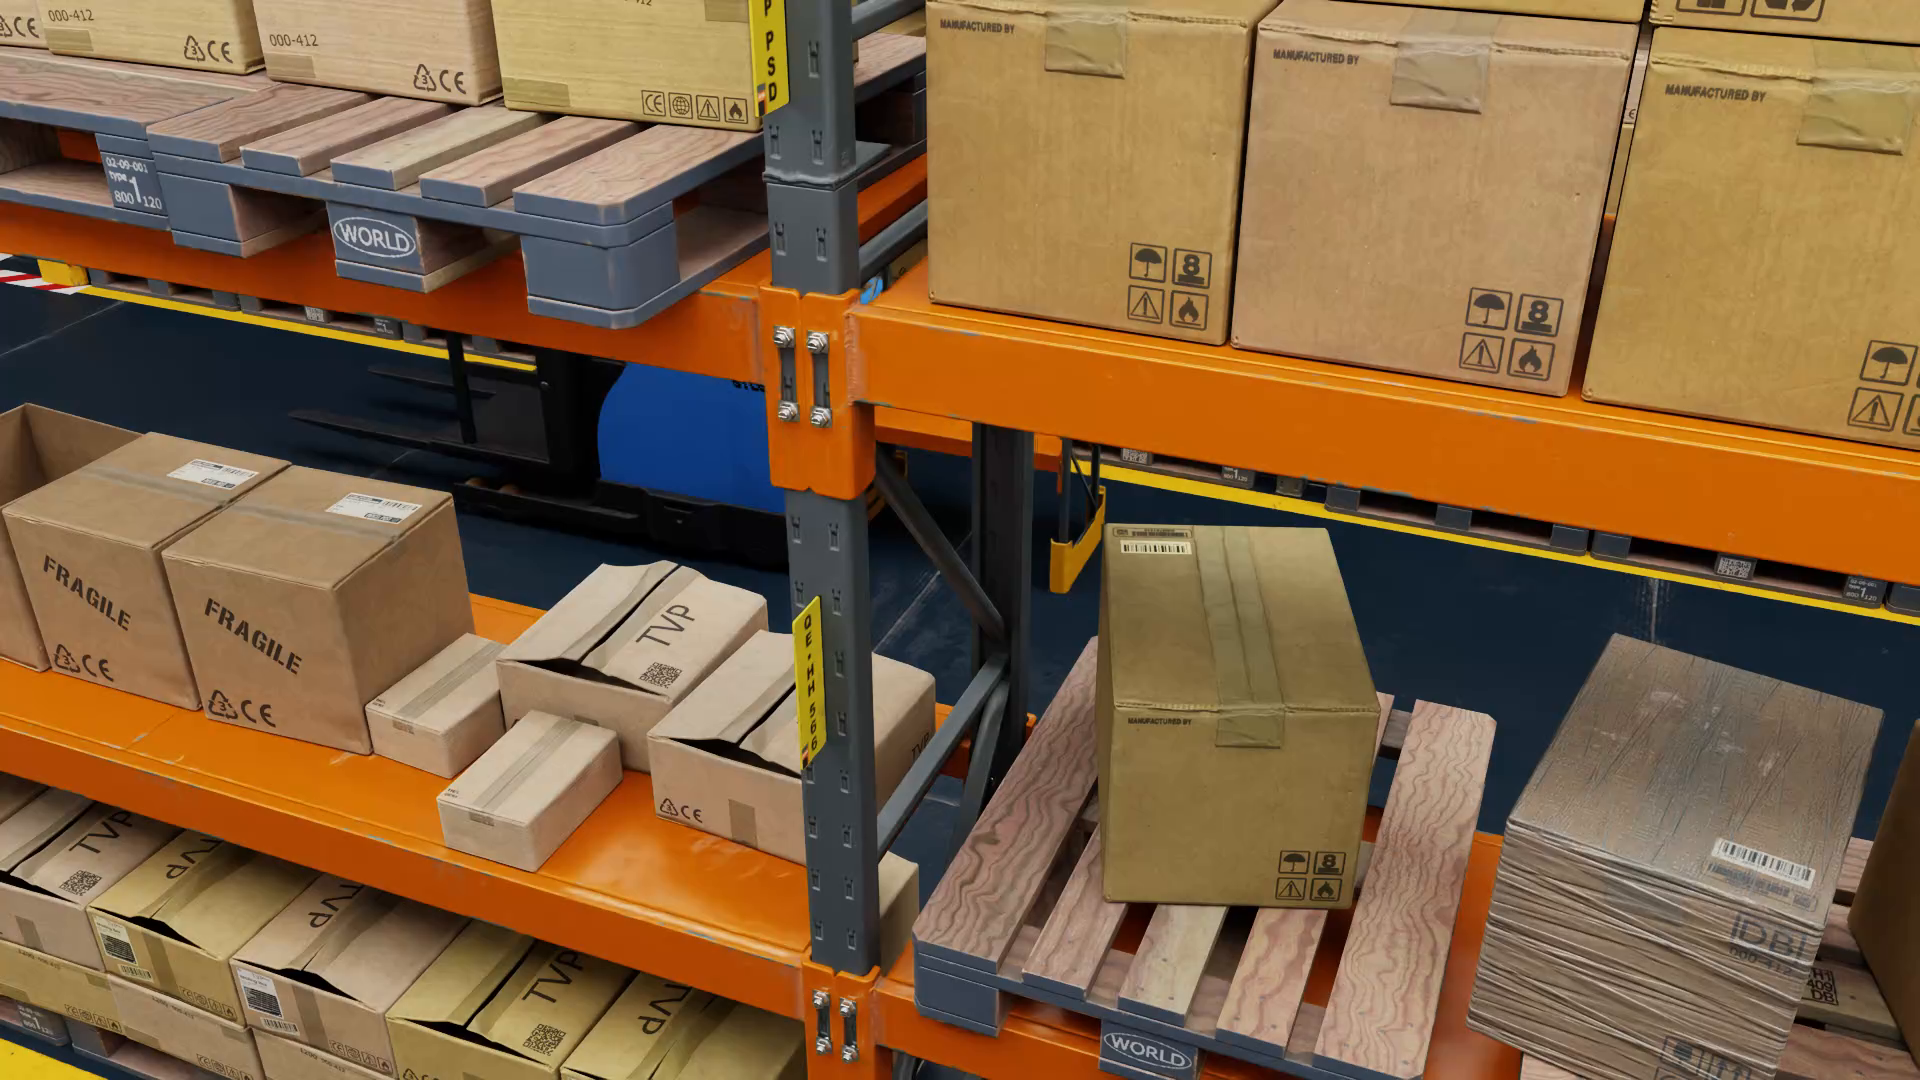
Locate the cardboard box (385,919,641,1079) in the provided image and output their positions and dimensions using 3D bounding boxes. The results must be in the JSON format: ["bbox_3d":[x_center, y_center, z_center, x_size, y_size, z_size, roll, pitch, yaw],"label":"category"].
[{"bbox_3d":[-1.132,1.208,4.362,0.500,0.311,0.500,11,31,18],"label":"cardboard box"}]

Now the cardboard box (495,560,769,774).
[{"bbox_3d":[-0.826,0.301,4.260,0.500,0.311,0.500,11,31,19],"label":"cardboard box"}]

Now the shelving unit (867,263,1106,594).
[{"bbox_3d":[0.070,-0.641,7.361,1.083,1.500,0.587,11,31,18],"label":"shelving unit"}]

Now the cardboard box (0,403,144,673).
[{"bbox_3d":[-2.583,-0.021,4.637,0.500,0.500,0.500,14,32,23],"label":"cardboard box"}]

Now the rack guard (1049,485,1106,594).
[{"bbox_3d":[0.534,-0.008,7.511,0.087,0.250,0.587,11,31,18],"label":"rack guard"}]

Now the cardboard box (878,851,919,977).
[{"bbox_3d":[-0.445,1.055,4.633,0.500,0.311,0.500,12,32,21],"label":"cardboard box"}]

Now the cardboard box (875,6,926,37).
[{"bbox_3d":[-0.321,-2.395,8.390,0.500,0.500,0.700,16,33,26],"label":"cardboard box"}]

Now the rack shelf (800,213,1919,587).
[{"bbox_3d":[1.783,-0.107,2.573,4.000,0.370,1.077,11,31,19],"label":"rack shelf"}]

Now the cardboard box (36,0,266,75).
[{"bbox_3d":[-1.530,-1.166,3.441,0.500,0.250,0.500,11,31,18],"label":"cardboard box"}]

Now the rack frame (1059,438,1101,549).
[{"bbox_3d":[0.535,-0.552,7.203,0.032,1.500,0.500,11,31,18],"label":"rack frame"}]

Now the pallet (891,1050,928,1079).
[{"bbox_3d":[-0.818,1.560,4.776,1.213,0.211,1.003,11,31,19],"label":"pallet"}]

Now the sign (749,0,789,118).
[{"bbox_3d":[-0.286,-0.798,2.459,0.005,0.325,0.100,11,31,19],"label":"sign"}]

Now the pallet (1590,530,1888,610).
[{"bbox_3d":[3.618,-0.123,7.753,1.213,0.211,1.003,11,31,19],"label":"pallet"}]

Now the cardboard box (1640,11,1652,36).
[{"bbox_3d":[2.786,-2.189,7.388,0.500,0.250,0.500,10,31,17],"label":"cardboard box"}]

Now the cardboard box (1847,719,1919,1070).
[{"bbox_3d":[1.976,0.731,2.880,0.500,0.500,0.700,4,30,6],"label":"cardboard box"}]

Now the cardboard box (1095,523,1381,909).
[{"bbox_3d":[0.556,0.355,3.546,0.500,0.500,0.700,1,30,2],"label":"cardboard box"}]

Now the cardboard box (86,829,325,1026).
[{"bbox_3d":[-2.062,1.020,4.695,0.500,0.311,0.500,12,32,20],"label":"cardboard box"}]

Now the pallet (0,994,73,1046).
[{"bbox_3d":[-3.079,1.108,5.575,1.213,0.211,1.003,11,31,19],"label":"pallet"}]

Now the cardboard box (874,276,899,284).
[{"bbox_3d":[-0.274,-1.273,9.047,0.500,0.500,0.700,12,32,20],"label":"cardboard box"}]

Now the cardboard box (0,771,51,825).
[{"bbox_3d":[-3.025,0.831,5.029,0.500,0.311,0.500,11,31,19],"label":"cardboard box"}]

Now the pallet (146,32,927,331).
[{"bbox_3d":[-0.732,-0.793,3.248,1.003,0.211,1.213,13,32,21],"label":"pallet"}]

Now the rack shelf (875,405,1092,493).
[{"bbox_3d":[0.061,-0.486,7.452,1.000,0.185,0.538,11,31,18],"label":"rack shelf"}]

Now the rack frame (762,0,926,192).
[{"bbox_3d":[-0.070,-2.096,2.313,0.127,3.000,1.000,11,31,19],"label":"rack frame"}]

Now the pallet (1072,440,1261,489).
[{"bbox_3d":[1.066,-0.675,8.730,1.213,0.211,1.003,11,31,19],"label":"pallet"}]

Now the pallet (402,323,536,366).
[{"bbox_3d":[-2.553,-1.378,9.973,1.213,0.211,1.003,11,31,19],"label":"pallet"}]

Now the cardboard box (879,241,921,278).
[{"bbox_3d":[-0.336,-1.610,8.882,0.500,0.250,0.500,10,31,18],"label":"cardboard box"}]

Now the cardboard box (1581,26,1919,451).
[{"bbox_3d":[1.302,-0.578,2.574,0.500,0.500,0.910,11,31,19],"label":"cardboard box"}]

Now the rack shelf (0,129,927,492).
[{"bbox_3d":[-1.923,-0.847,3.883,4.000,0.370,1.077,11,31,19],"label":"rack shelf"}]

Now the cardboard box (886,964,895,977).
[{"bbox_3d":[-0.445,1.299,4.771,0.500,0.250,0.500,11,31,19],"label":"cardboard box"}]

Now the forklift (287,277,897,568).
[{"bbox_3d":[-1.879,-1.600,7.602,3.031,2.935,1.130,11,31,18],"label":"forklift"}]

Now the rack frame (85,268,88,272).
[{"bbox_3d":[-5.624,-3.224,10.405,0.127,3.000,1.000,11,31,19],"label":"rack frame"}]

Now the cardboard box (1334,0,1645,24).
[{"bbox_3d":[0.805,-1.091,2.466,0.500,0.500,0.500,11,31,19],"label":"cardboard box"}]

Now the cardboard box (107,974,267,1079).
[{"bbox_3d":[-2.071,1.262,4.837,0.500,0.250,0.500,12,32,20],"label":"cardboard box"}]

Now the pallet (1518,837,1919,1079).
[{"bbox_3d":[1.734,0.957,3.204,1.213,0.211,1.003,11,31,19],"label":"pallet"}]

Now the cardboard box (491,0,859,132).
[{"bbox_3d":[-0.511,-0.966,3.088,0.500,0.250,0.500,9,31,15],"label":"cardboard box"}]

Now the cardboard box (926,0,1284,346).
[{"bbox_3d":[0.347,-0.768,2.911,0.500,0.500,0.910,11,31,19],"label":"cardboard box"}]

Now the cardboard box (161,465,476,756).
[{"bbox_3d":[-1.631,0.169,4.301,0.500,0.500,0.500,10,31,16],"label":"cardboard box"}]
